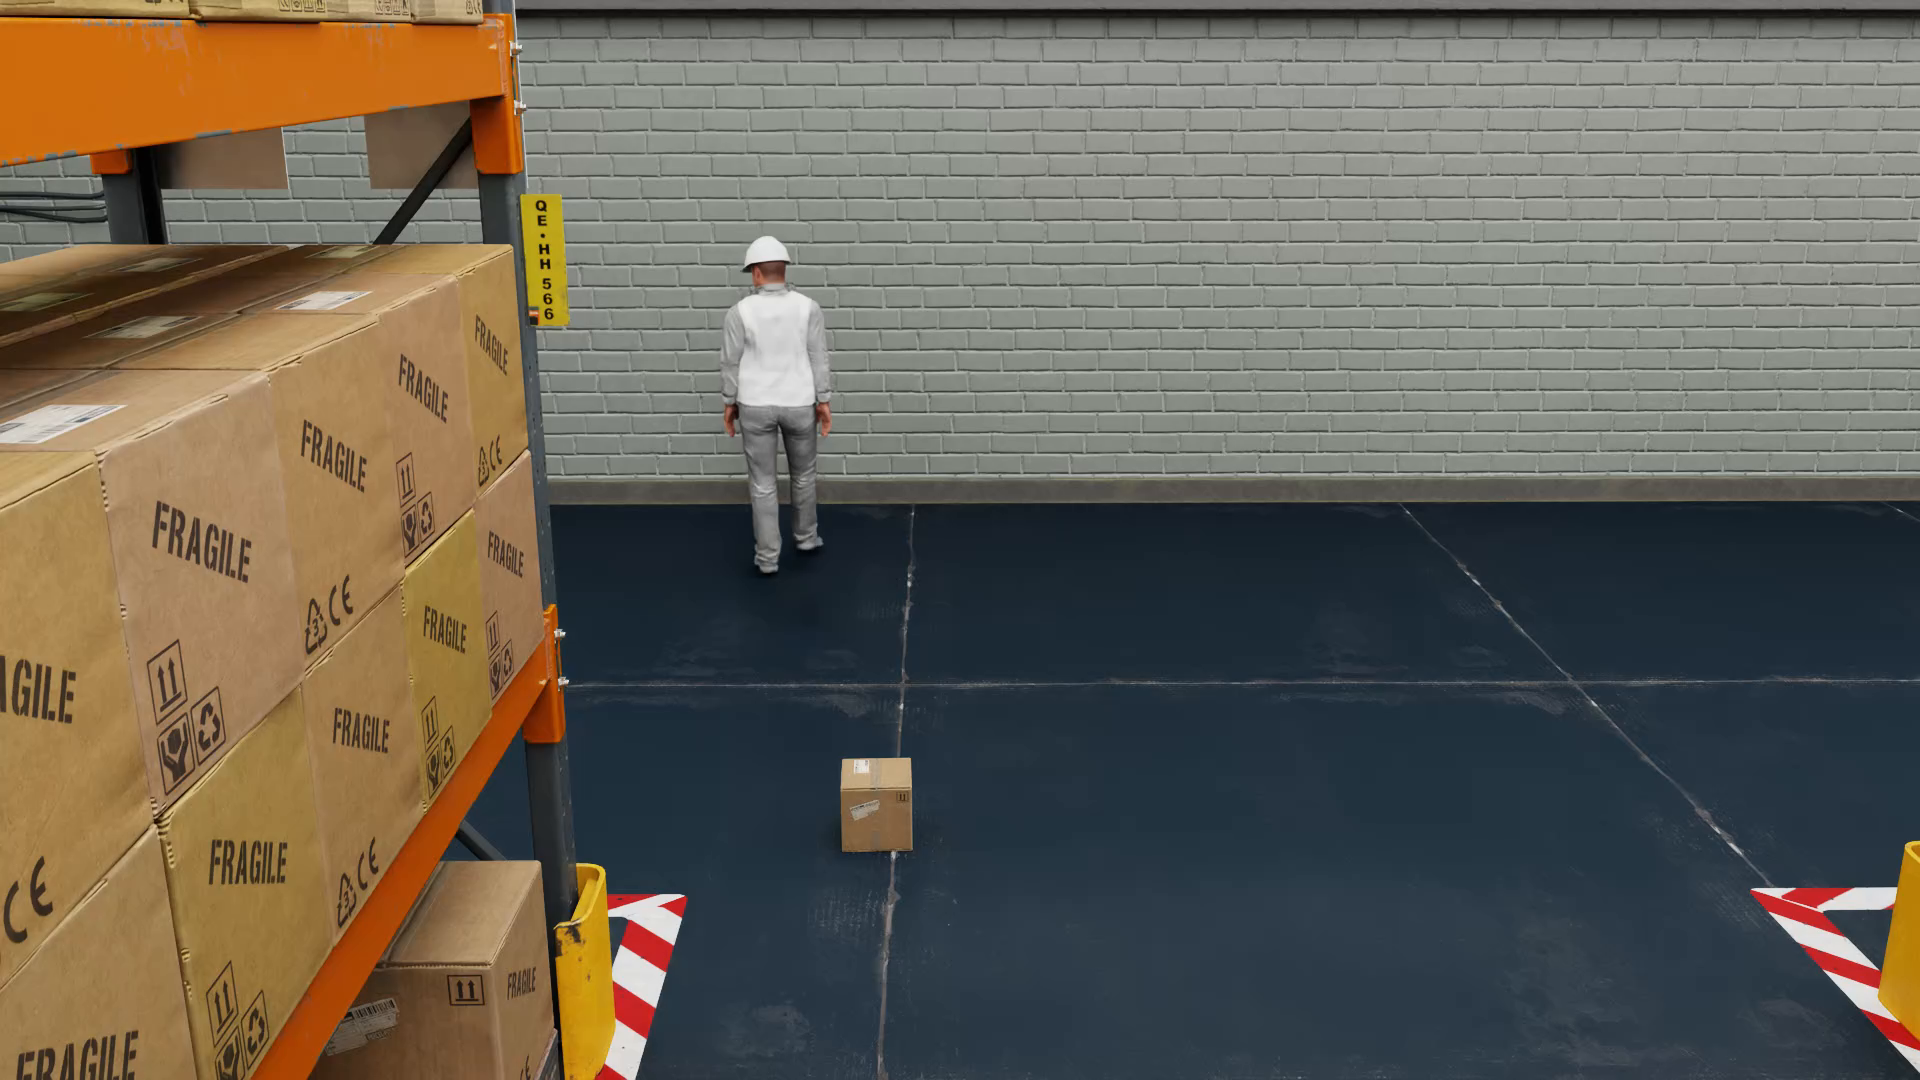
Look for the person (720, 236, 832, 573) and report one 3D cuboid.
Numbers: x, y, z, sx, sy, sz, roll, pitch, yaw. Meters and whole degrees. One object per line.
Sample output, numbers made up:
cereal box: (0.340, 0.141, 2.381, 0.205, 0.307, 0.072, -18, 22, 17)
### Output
person: (-0.996, -0.736, 8.873, 0.571, 1.771, 0.642, -4, 17, -12)
